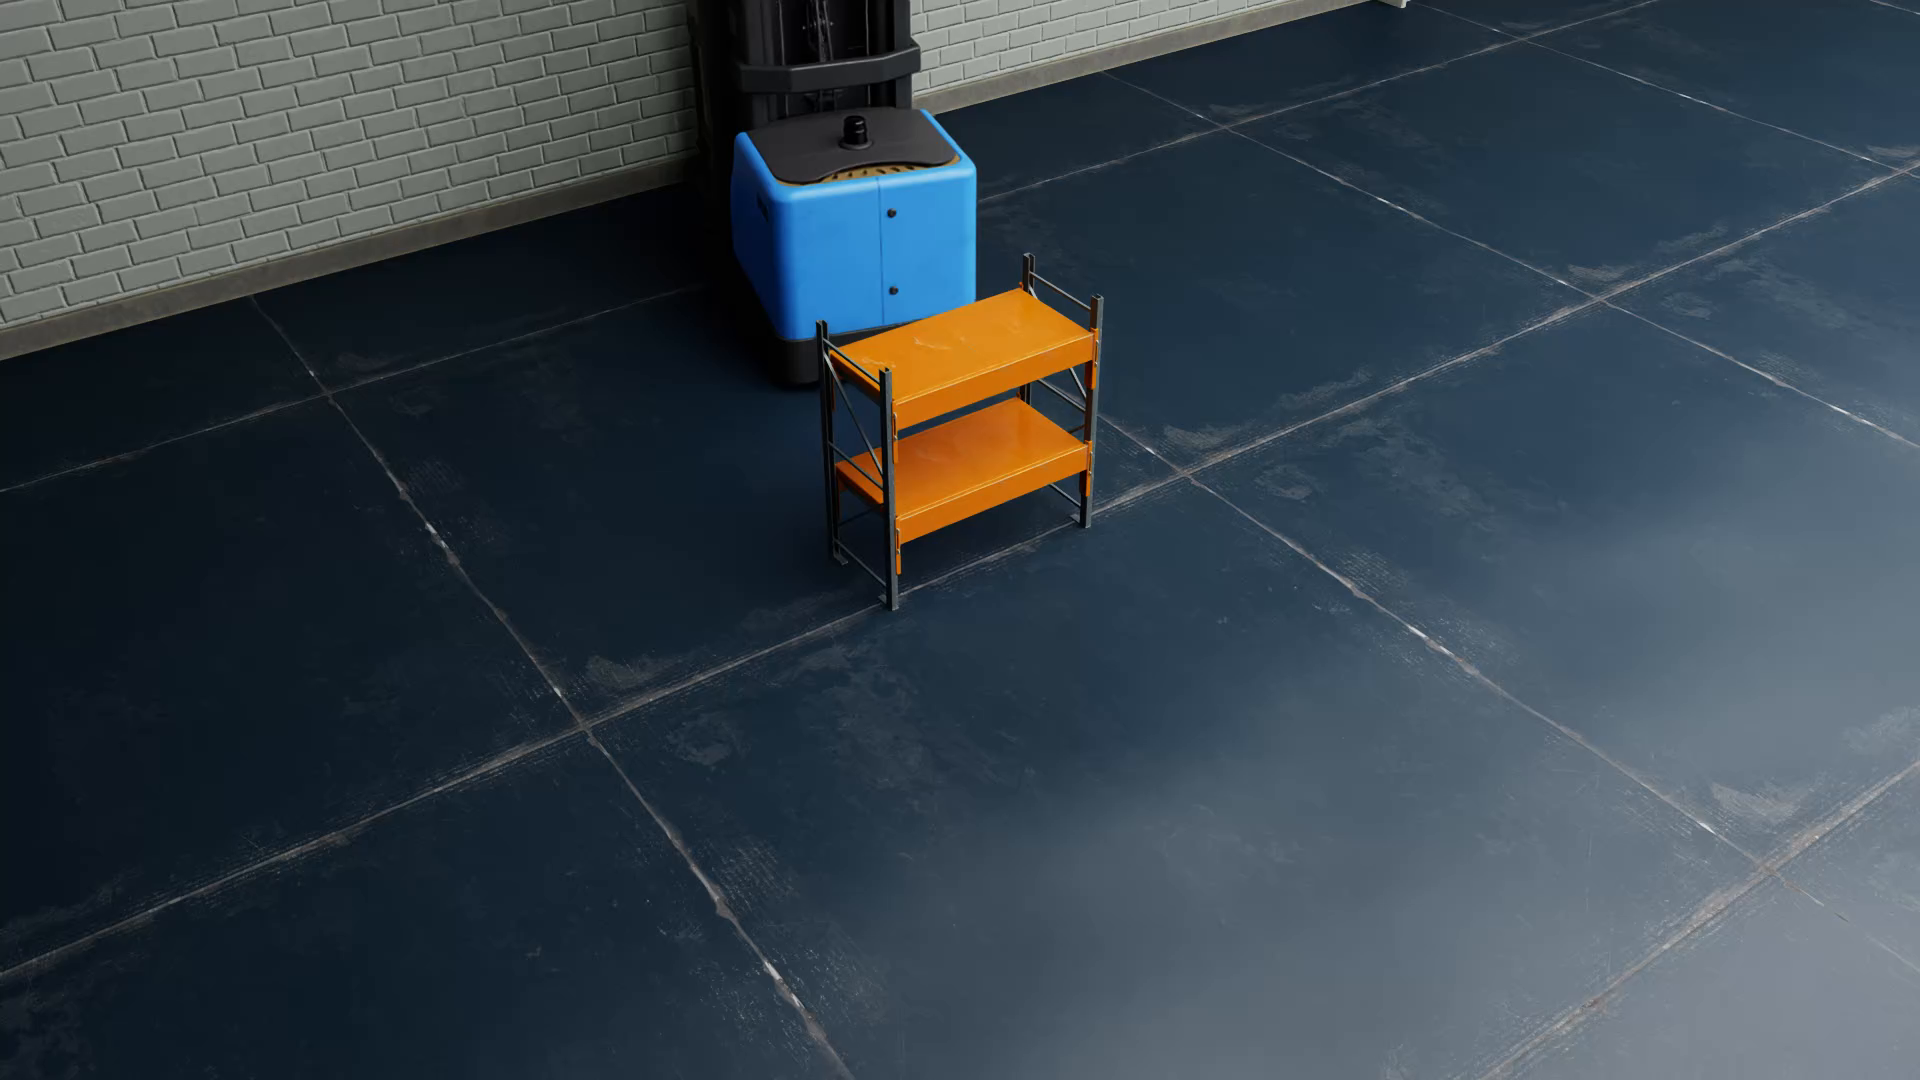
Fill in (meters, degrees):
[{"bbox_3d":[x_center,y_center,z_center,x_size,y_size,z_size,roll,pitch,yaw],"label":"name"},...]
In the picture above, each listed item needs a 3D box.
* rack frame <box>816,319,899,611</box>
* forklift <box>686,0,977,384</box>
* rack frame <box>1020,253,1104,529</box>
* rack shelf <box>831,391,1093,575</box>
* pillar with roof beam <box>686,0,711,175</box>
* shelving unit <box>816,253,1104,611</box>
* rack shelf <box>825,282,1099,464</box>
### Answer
[{"bbox_3d":[-0.410,-0.288,6.687,0.032,1.125,0.500,-22,41,-28],"label":"rack frame"},{"bbox_3d":[-0.869,-2.819,8.659,1.130,2.935,3.031,-11,37,-15],"label":"forklift"},{"bbox_3d":[0.421,-0.630,7.162,0.032,1.125,0.500,-22,41,-28],"label":"rack frame"},{"bbox_3d":[0.006,-0.260,7.067,1.000,0.278,0.538,-22,41,-28],"label":"rack shelf"},{"bbox_3d":[1.111,-3.898,4.963,0.400,9.000,9.100,-22,41,-28],"label":"pillar with roof beam"},{"bbox_3d":[0.006,-0.459,6.925,1.048,1.125,0.538,-22,41,-28],"label":"shelving unit"},{"bbox_3d":[0.006,-0.697,6.754,1.000,0.278,0.538,-22,41,-28],"label":"rack shelf"}]
